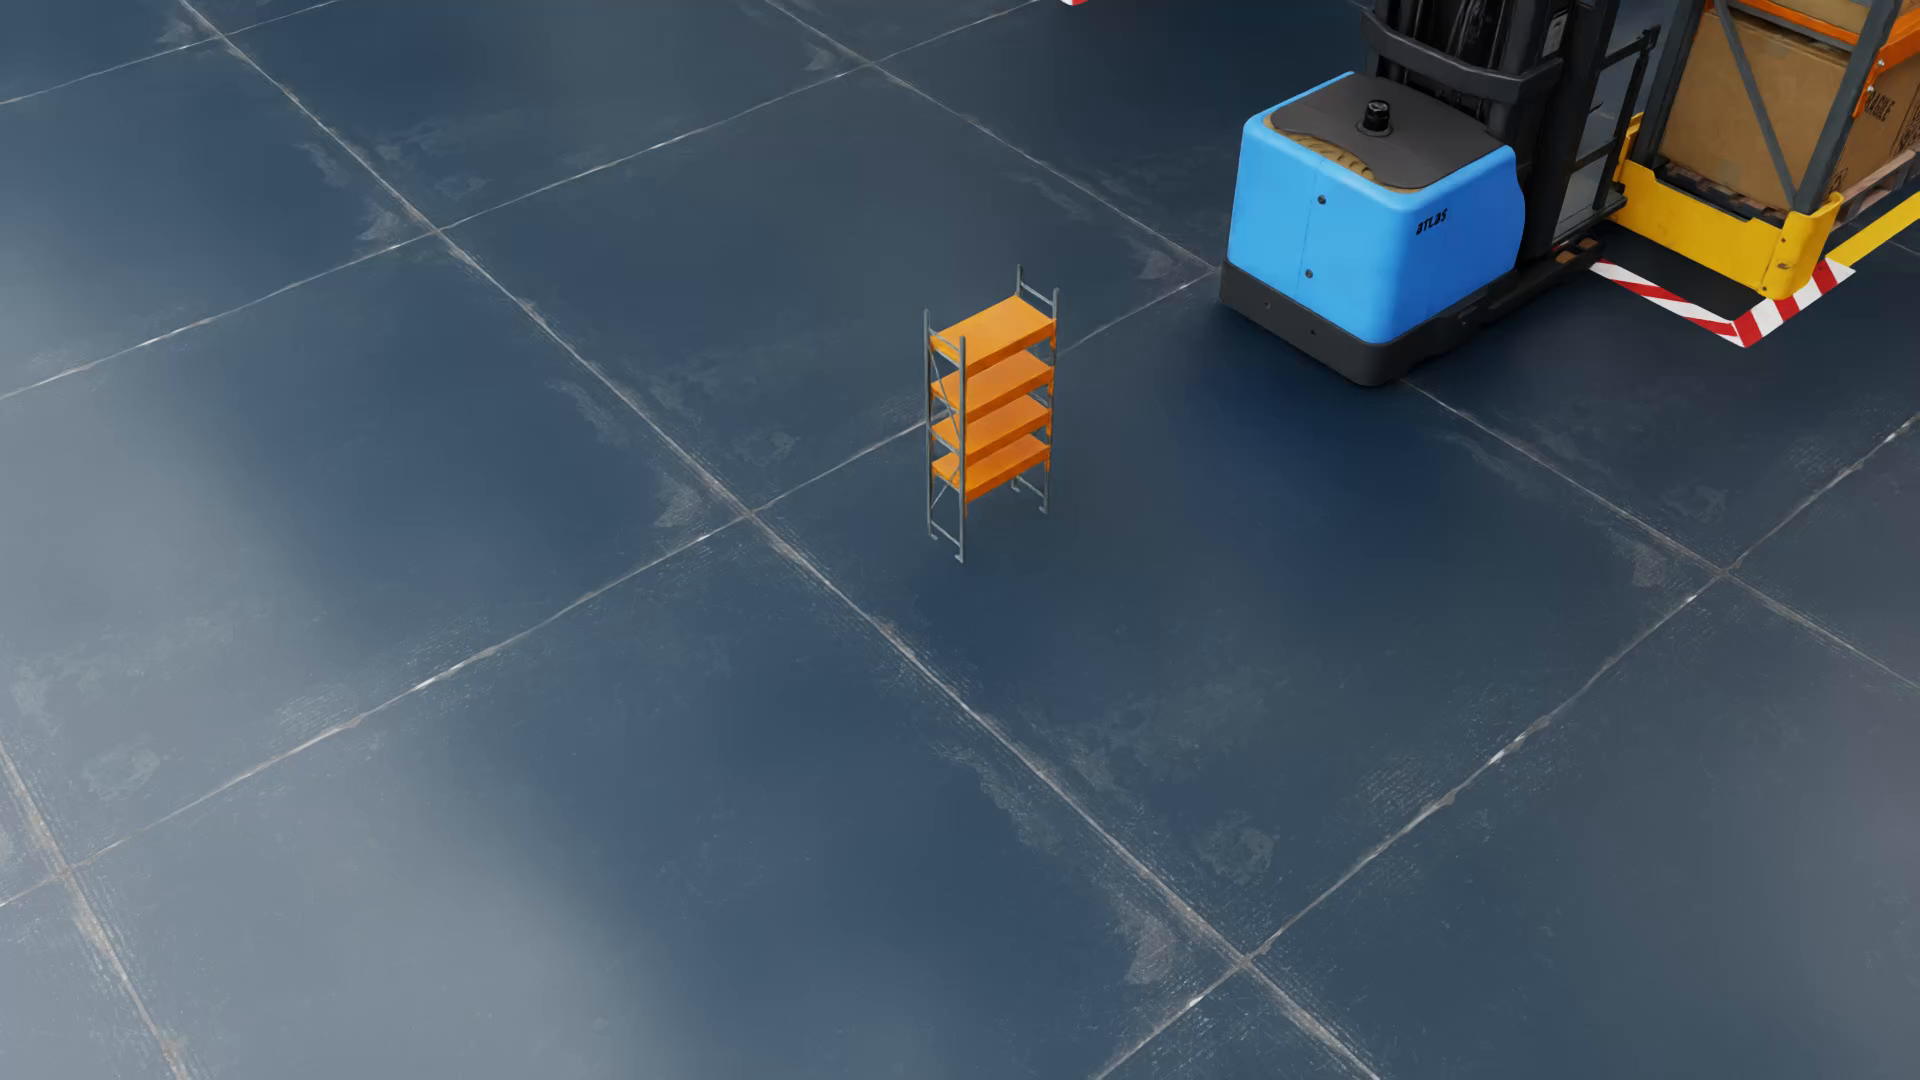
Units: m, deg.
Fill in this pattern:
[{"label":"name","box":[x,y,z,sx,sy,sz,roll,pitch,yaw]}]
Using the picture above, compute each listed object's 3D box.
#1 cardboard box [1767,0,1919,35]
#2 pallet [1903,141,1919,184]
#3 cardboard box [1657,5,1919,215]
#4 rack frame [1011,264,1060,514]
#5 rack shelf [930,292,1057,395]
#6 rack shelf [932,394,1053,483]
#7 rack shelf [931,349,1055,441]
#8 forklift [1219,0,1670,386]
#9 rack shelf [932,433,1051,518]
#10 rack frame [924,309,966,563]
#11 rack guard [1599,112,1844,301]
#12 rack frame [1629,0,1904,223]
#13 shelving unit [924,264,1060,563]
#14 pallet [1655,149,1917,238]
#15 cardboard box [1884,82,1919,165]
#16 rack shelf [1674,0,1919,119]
[{"label":"cardboard box","box":[4.270,-2.952,8.146,0.550,0.550,0.875,-30,51,-28]},{"label":"pallet","box":[5.513,-2.619,9.938,1.213,0.211,1.003,-30,51,-28]},{"label":"cardboard box","box":[4.492,-2.421,8.936,0.875,0.875,0.875,-29,51,-28]},{"label":"rack frame","box":[0.314,-0.617,7.084,0.015,1.200,0.240,-30,51,-28]},{"label":"rack shelf","box":[0.127,-0.796,6.701,0.480,0.148,0.258,-30,51,-28]},{"label":"rack shelf","box":[0.127,-0.461,7.016,0.480,0.148,0.258,-30,51,-28]},{"label":"rack shelf","box":[0.127,-0.624,6.863,0.480,0.148,0.258,-30,51,-28]},{"label":"forklift","box":[2.781,-2.666,8.001,3.031,2.935,1.130,-30,51,-28]},{"label":"rack shelf","box":[0.127,-0.316,7.152,0.480,0.148,0.258,-30,51,-28]},{"label":"rack frame","box":[-0.060,-0.403,6.856,0.015,1.200,0.240,-30,51,-28]},{"label":"rack guard","box":[3.996,-1.789,8.843,0.348,0.500,1.175,-30,51,-28]},{"label":"rack frame","box":[4.014,-2.710,7.998,0.127,3.000,1.000,-30,51,-28]},{"label":"shelving unit","box":[0.127,-0.510,6.970,0.503,1.200,0.258,-30,51,-28]},{"label":"pallet","box":[4.577,-2.086,9.371,1.213,0.211,1.003,-30,51,-28]},{"label":"cardboard box","box":[5.166,-2.809,9.349,0.875,0.875,0.875,-31,51,-28]},{"label":"rack shelf","box":[5.548,-3.326,9.180,4.000,0.370,1.077,-30,51,-28]}]
